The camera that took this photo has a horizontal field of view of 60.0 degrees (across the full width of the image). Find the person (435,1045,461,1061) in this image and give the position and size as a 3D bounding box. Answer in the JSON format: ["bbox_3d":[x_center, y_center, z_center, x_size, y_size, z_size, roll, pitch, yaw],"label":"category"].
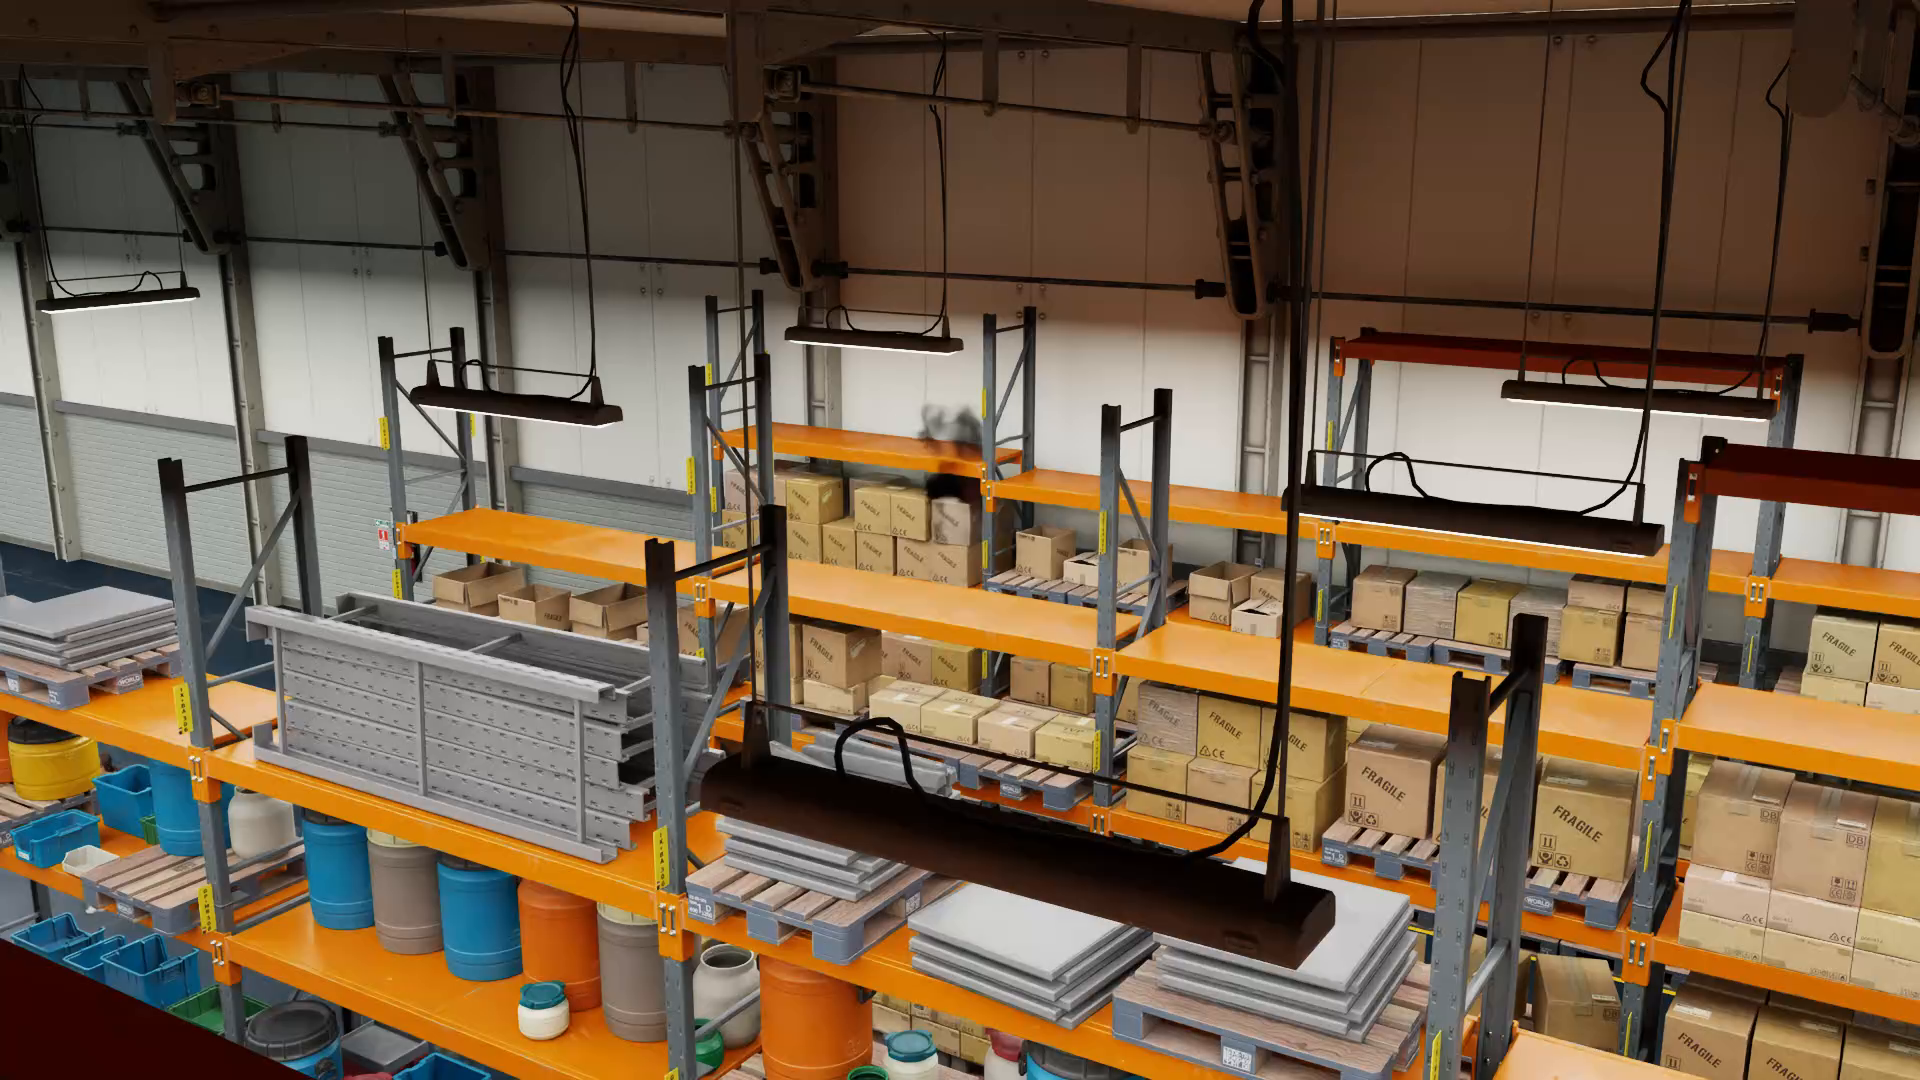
[{"bbox_3d":[-4.066,4.010,13.543,0.739,1.652,0.654,9,17,33],"label":"person"}]

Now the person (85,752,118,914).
[{"bbox_3d":[-8.895,3.034,17.504,0.825,1.713,0.511,-8,16,-28],"label":"person"}]
